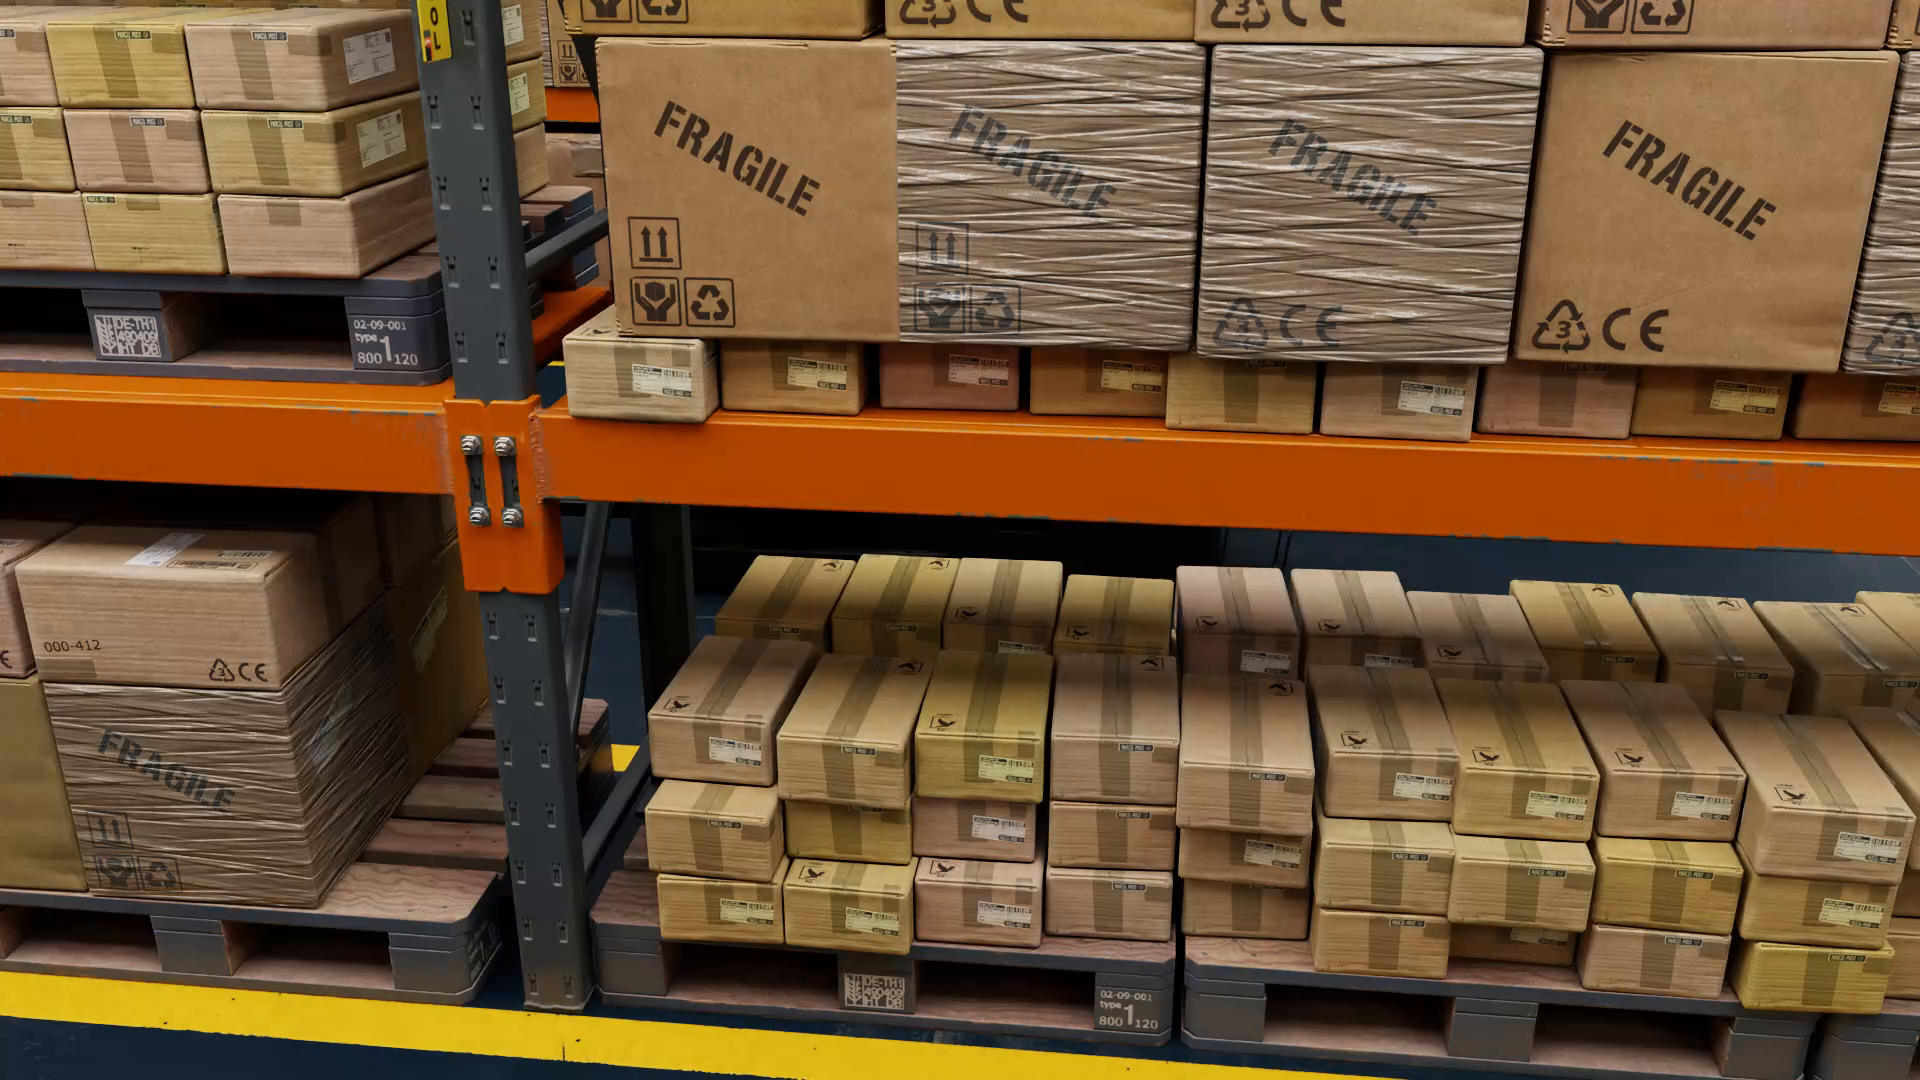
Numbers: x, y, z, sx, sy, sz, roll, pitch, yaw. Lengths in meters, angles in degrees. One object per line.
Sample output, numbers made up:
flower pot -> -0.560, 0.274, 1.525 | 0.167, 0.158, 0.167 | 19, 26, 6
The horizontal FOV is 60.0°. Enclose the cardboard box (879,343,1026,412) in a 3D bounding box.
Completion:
cardboard box -> -0.006, -0.370, 3.138 | 0.250, 0.149, 0.380 | 2, 22, 4

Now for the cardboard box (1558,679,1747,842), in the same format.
cardboard box -> 1.345, 0.427, 3.277 | 0.250, 0.149, 0.380 | 2, 22, 4

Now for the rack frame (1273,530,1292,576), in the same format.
rack frame -> 1.118, -0.289, 5.450 | 0.006, 0.900, 0.240 | 8, 22, 3

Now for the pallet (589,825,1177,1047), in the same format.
pallet -> -0.114, 0.718, 3.837 | 1.213, 0.211, 1.003 | 2, 22, 6

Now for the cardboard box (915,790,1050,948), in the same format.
cardboard box -> 0.056, 0.672, 3.467 | 0.250, 0.149, 0.380 | 2, 22, 6

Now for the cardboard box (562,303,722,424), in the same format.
cardboard box -> -0.543, -0.347, 3.078 | 0.250, 0.149, 0.380 | 3, 22, 8

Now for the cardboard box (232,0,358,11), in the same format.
cardboard box -> -1.400, -1.145, 3.718 | 0.250, 0.149, 0.380 | 3, 22, 8

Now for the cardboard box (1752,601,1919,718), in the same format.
cardboard box -> 1.927, 0.279, 3.652 | 0.250, 0.149, 0.380 | 1, 22, 4

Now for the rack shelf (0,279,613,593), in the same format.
rack shelf -> -2.772, -0.347, 3.716 | 4.000, 0.370, 1.077 | 2, 22, 6

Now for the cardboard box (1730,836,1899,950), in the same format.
cardboard box -> 1.597, 0.612, 3.214 | 0.250, 0.149, 0.380 | 3, 22, 7

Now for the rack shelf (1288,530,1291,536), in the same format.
rack shelf -> 0.995, -0.106, 5.536 | 0.200, 0.077, 0.258 | 8, 22, 3

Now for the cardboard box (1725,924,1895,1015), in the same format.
cardboard box -> 1.613, 0.751, 3.267 | 0.250, 0.149, 0.380 | 2, 22, 4

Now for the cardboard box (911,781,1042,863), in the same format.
cardboard box -> 0.045, 0.505, 3.484 | 0.250, 0.149, 0.380 | 2, 22, 6

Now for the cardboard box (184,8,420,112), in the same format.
cardboard box -> -1.207, -0.896, 3.088 | 0.250, 0.149, 0.380 | 3, 22, 9

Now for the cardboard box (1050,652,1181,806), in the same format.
cardboard box -> 0.317, 0.379, 3.399 | 0.250, 0.149, 0.380 | 2, 22, 5

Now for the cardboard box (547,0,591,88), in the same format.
cardboard box -> -1.608, -2.413, 7.827 | 0.500, 0.500, 0.500 | 2, 22, 6

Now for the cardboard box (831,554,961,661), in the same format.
cardboard box -> -0.143, 0.176, 3.913 | 0.250, 0.149, 0.380 | 3, 22, 7

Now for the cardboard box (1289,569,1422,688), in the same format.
cardboard box -> 0.902, 0.209, 3.829 | 0.250, 0.149, 0.380 | 2, 22, 4

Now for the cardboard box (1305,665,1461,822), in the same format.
cardboard box -> 0.841, 0.401, 3.342 | 0.250, 0.149, 0.380 | 2, 22, 4

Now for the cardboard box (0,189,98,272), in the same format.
cardboard box -> -1.708, -0.641, 3.252 | 0.250, 0.149, 0.380 | 2, 22, 6

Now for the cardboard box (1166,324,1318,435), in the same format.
cardboard box -> 0.506, -0.321, 3.015 | 0.250, 0.149, 0.380 | 3, 22, 7

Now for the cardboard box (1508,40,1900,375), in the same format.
cardboard box -> 1.201, -0.600, 2.838 | 0.500, 0.500, 0.500 | 4, 22, 9

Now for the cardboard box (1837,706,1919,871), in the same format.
cardboard box -> 1.867, 0.470, 3.167 | 0.250, 0.149, 0.380 | 2, 22, 4

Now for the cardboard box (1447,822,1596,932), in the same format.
cardboard box -> 1.068, 0.592, 3.264 | 0.250, 0.149, 0.380 | 3, 22, 7

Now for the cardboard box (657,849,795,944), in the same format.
cardboard box -> -0.462, 0.668, 3.476 | 0.250, 0.149, 0.380 | 2, 22, 4

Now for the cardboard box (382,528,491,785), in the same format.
cardboard box -> -1.488, 0.243, 4.073 | 0.500, 0.500, 0.500 | 3, 22, 8

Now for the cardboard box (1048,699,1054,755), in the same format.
cardboard box -> 0.341, 0.354, 3.867 | 0.250, 0.149, 0.380 | 3, 22, 7

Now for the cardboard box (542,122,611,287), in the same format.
cardboard box -> -1.627, -1.668, 8.397 | 0.875, 0.875, 1.225 | 2, 22, 4

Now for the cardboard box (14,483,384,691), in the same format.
cardboard box -> -1.555, 0.083, 3.458 | 0.500, 0.250, 0.500 | 2, 22, 5

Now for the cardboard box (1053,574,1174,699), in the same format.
cardboard box -> 0.353, 0.224, 3.792 | 0.250, 0.149, 0.380 | 3, 22, 8

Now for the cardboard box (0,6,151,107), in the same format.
cardboard box -> -1.730, -0.920, 3.147 | 0.250, 0.149, 0.380 | 2, 22, 5

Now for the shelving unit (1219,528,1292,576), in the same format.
shelving unit -> 1.018, -0.302, 5.456 | 0.210, 0.900, 0.258 | 8, 22, 3

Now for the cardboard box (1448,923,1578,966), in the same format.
cardboard box -> 1.101, 0.693, 3.413 | 0.250, 0.149, 0.380 | 3, 22, 8

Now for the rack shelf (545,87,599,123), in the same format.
rack shelf -> -2.087, -2.154, 8.286 | 4.000, 0.370, 1.077 | 2, 22, 6

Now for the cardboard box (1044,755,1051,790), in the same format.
cardboard box -> 0.162, 0.458, 4.009 | 0.250, 0.149, 0.380 | 2, 22, 5

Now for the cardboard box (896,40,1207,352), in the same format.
cardboard box -> 0.169, -0.648, 2.958 | 0.500, 0.500, 0.500 | 2, 22, 6

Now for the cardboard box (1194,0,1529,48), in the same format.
cardboard box -> 0.647, -1.086, 2.708 | 0.500, 0.500, 0.500 | 3, 22, 7

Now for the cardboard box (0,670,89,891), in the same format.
cardboard box -> -2.059, 0.410, 3.652 | 0.500, 0.500, 0.500 | 2, 22, 5

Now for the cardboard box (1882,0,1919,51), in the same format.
cardboard box -> 1.682, -1.042, 2.595 | 0.500, 0.500, 0.500 | 4, 22, 9

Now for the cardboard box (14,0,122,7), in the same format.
cardboard box -> -1.902, -1.169, 3.778 | 0.250, 0.149, 0.380 | 2, 22, 6

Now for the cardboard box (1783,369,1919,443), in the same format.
cardboard box -> 1.561, -0.304, 2.971 | 0.250, 0.149, 0.380 | 2, 22, 4

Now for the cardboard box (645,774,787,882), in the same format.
cardboard box -> -0.463, 0.530, 3.422 | 0.250, 0.149, 0.380 | 3, 22, 9

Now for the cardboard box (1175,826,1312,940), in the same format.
cardboard box -> 0.585, 0.663, 3.488 | 0.250, 0.149, 0.380 | 2, 22, 4

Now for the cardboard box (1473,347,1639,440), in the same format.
cardboard box -> 1.043, -0.313, 2.993 | 0.250, 0.149, 0.380 | 3, 22, 8

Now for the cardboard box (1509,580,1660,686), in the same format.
cardboard box -> 1.397, 0.235, 3.762 | 0.250, 0.149, 0.380 | 3, 22, 7

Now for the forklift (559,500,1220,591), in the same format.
forklift -> -0.627, -1.384, 5.454 | 3.031, 2.935, 1.130 | 2, 22, 5

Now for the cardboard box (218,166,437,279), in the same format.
cardboard box -> -1.203, -0.618, 3.195 | 0.250, 0.149, 0.380 | 2, 22, 5

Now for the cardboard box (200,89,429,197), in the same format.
cardboard box -> -1.204, -0.757, 3.141 | 0.250, 0.149, 0.380 | 3, 22, 8

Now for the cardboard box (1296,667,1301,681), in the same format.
cardboard box -> 0.860, 0.376, 3.810 | 0.250, 0.149, 0.380 | 1, 22, 4

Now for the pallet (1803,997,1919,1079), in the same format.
pallet -> 2.309, 0.823, 3.570 | 1.213, 0.211, 1.003 | 2, 22, 6

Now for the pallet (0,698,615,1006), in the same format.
pallet -> -1.559, 0.669, 3.962 | 1.213, 0.211, 1.003 | 2, 22, 6

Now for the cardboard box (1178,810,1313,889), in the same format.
cardboard box -> 0.583, 0.538, 3.400 | 0.250, 0.149, 0.380 | 4, 22, 9

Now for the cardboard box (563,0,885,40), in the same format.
cardboard box -> -0.366, -1.136, 2.834 | 0.500, 0.500, 0.500 | 3, 22, 8

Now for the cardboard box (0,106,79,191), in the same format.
cardboard box -> -1.712, -0.780, 3.198 | 0.250, 0.149, 0.380 | 3, 22, 9

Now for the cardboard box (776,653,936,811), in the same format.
cardboard box -> -0.201, 0.383, 3.389 | 0.250, 0.149, 0.380 | 4, 22, 9
